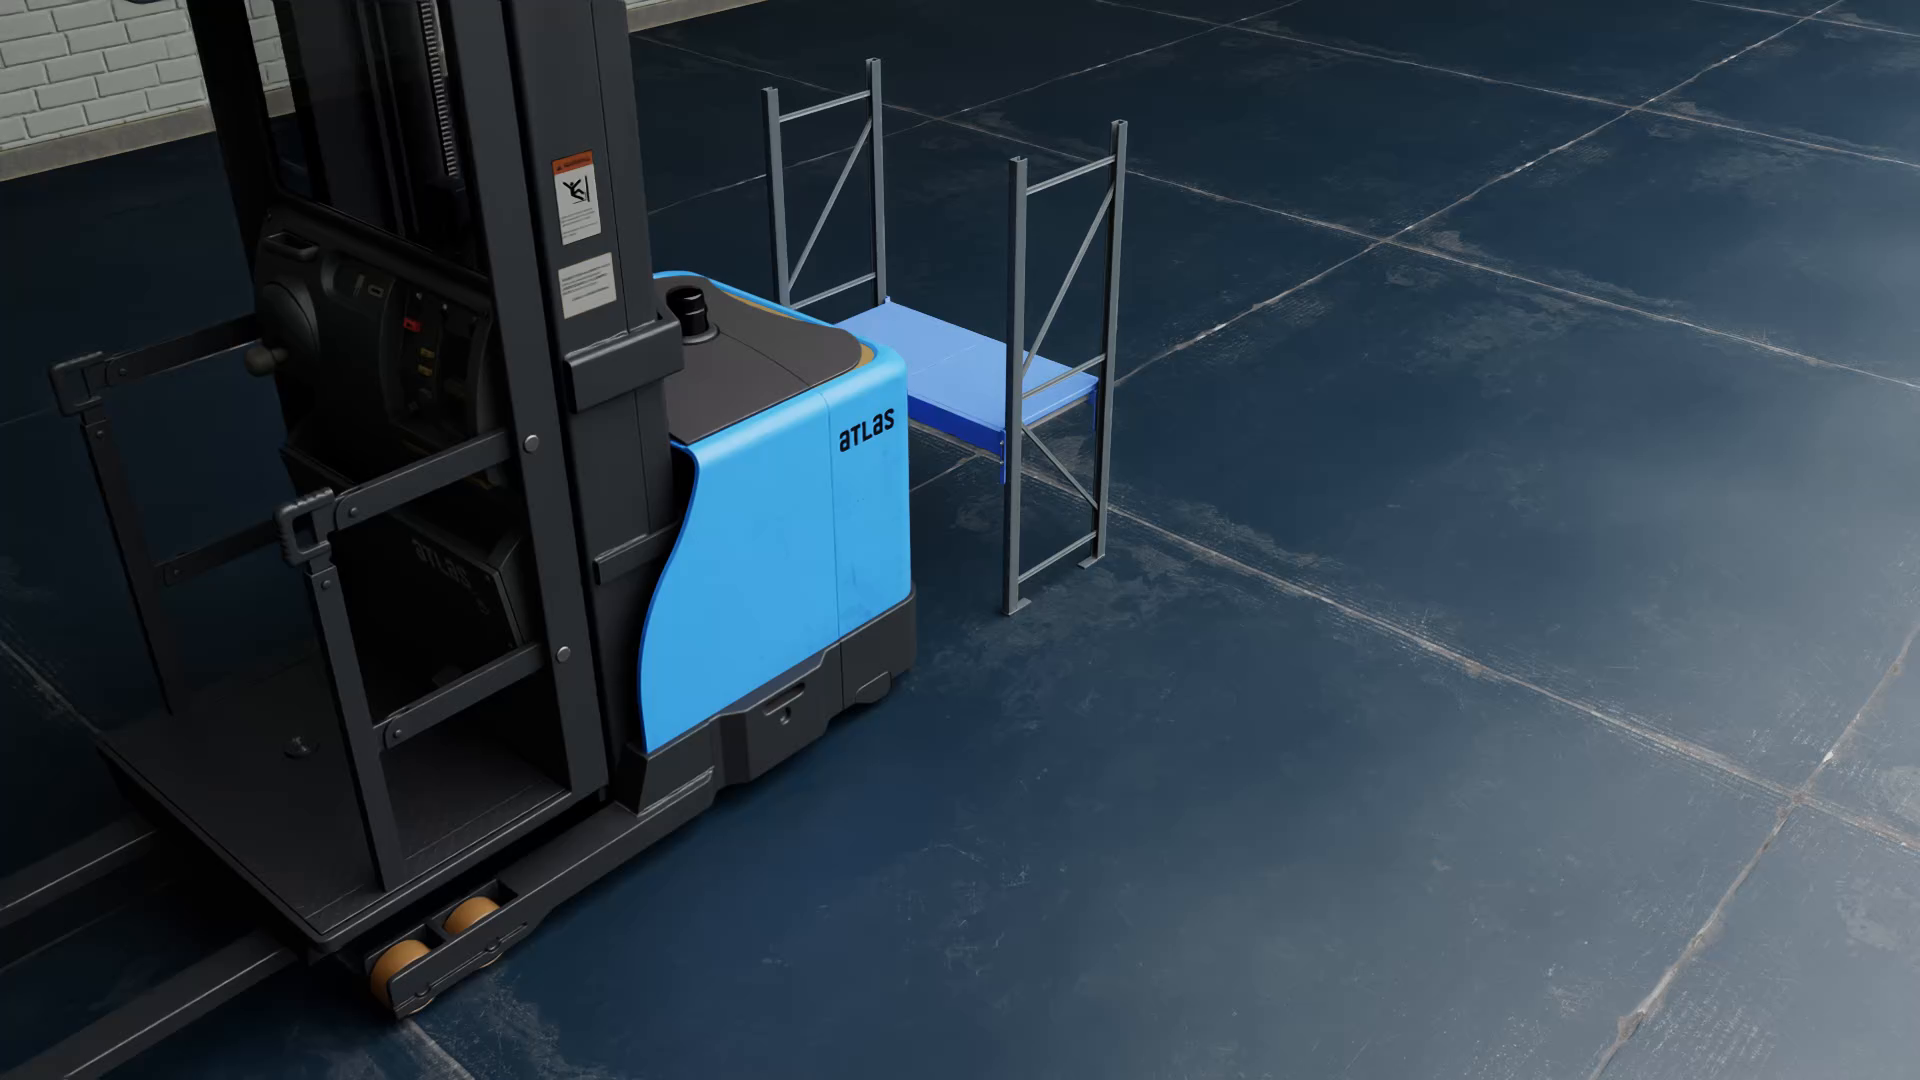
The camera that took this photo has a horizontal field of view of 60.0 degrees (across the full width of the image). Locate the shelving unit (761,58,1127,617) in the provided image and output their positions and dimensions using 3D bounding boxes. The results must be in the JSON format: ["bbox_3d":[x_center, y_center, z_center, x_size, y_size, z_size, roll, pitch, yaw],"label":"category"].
[{"bbox_3d":[-0.063,-0.672,5.412,1.048,1.500,0.538,25,39,35],"label":"shelving unit"}]

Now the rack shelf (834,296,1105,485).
[{"bbox_3d":[-0.063,-0.518,5.505,1.000,0.185,0.538,25,39,35],"label":"rack shelf"}]

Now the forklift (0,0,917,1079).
[{"bbox_3d":[-1.480,-0.441,3.641,1.130,2.935,3.031,24,39,34],"label":"forklift"}]

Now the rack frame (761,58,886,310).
[{"bbox_3d":[-0.440,-0.848,5.704,0.032,1.500,0.500,25,39,35],"label":"rack frame"}]

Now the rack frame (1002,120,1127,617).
[{"bbox_3d":[0.314,-0.496,5.120,0.032,1.500,0.500,25,39,35],"label":"rack frame"}]
